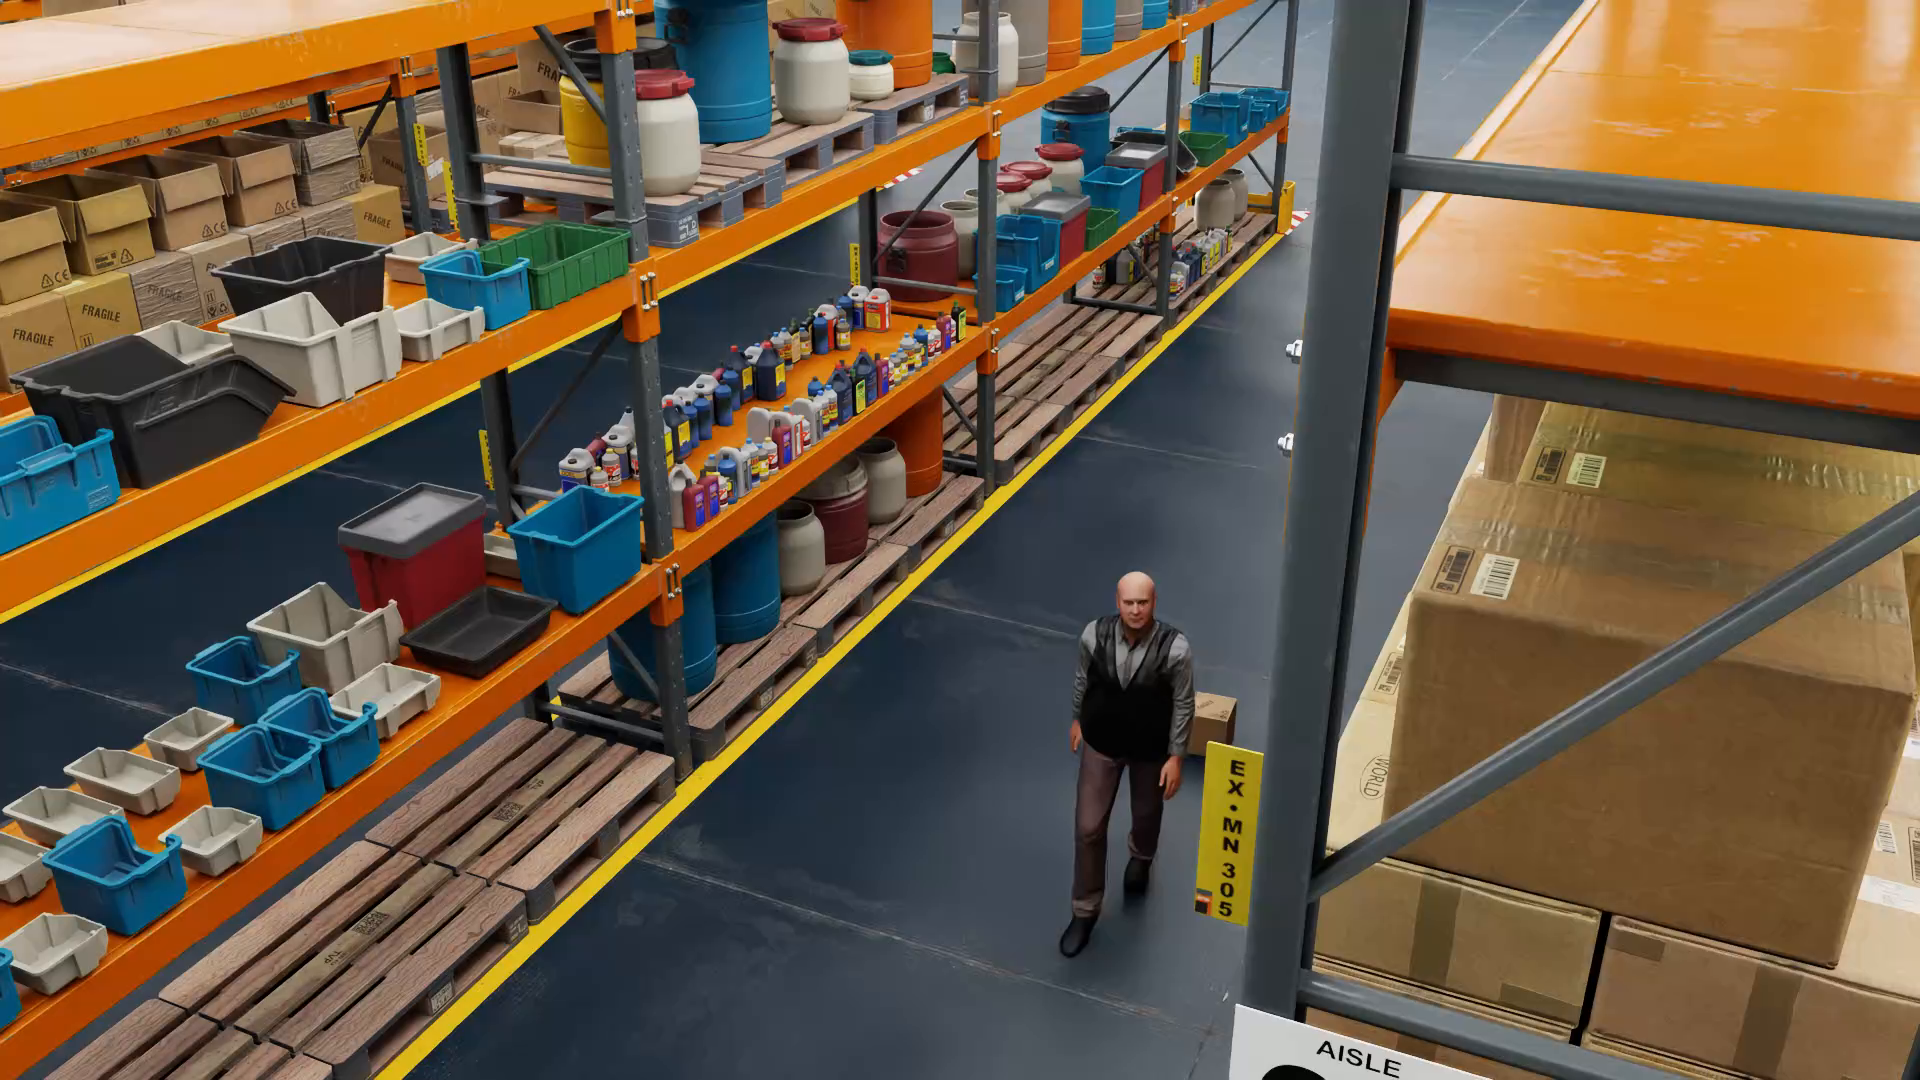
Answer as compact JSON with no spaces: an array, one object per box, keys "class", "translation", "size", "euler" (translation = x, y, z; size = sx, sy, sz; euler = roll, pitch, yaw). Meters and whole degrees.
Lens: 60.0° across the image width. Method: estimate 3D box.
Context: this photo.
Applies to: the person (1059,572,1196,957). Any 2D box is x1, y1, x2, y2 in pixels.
[{"class":"person","translation":[0.749,0.971,7.479],"size":[0.580,1.747,0.803],"euler":[6,27,11]}]
